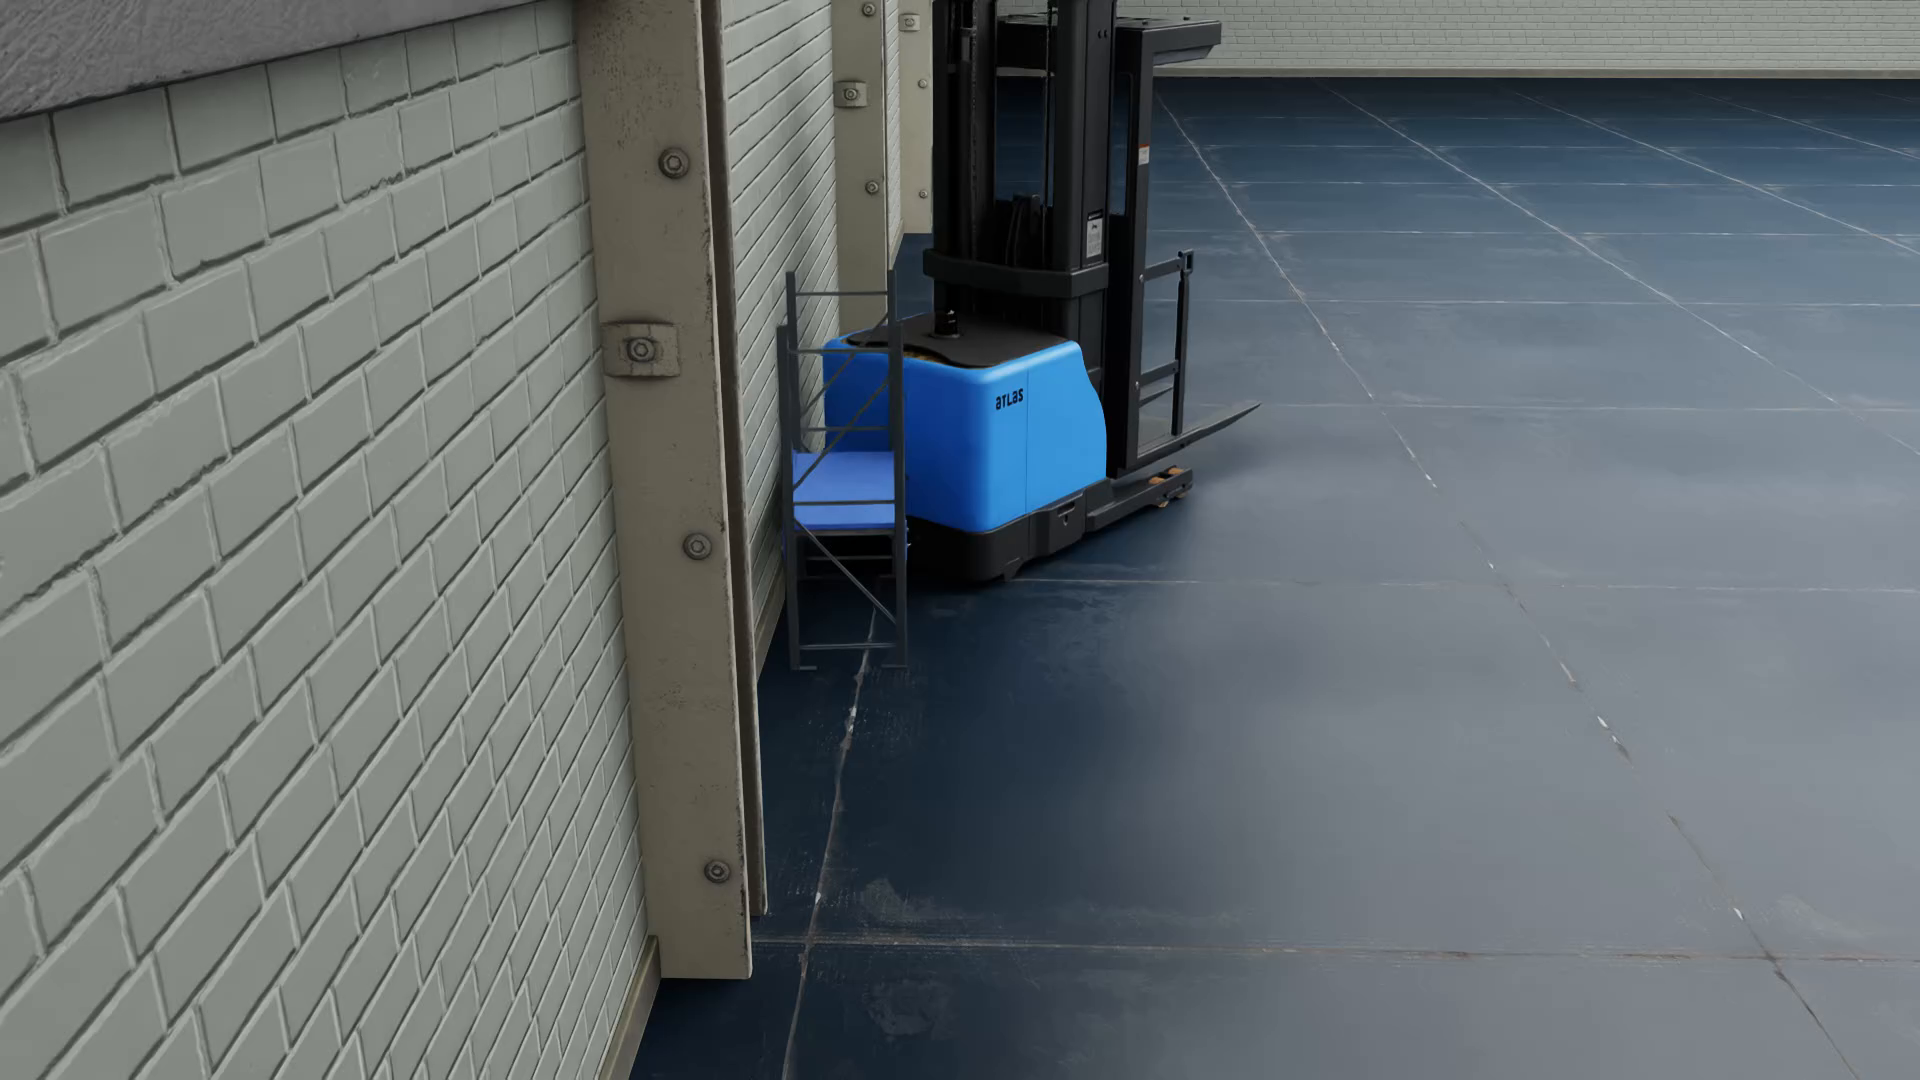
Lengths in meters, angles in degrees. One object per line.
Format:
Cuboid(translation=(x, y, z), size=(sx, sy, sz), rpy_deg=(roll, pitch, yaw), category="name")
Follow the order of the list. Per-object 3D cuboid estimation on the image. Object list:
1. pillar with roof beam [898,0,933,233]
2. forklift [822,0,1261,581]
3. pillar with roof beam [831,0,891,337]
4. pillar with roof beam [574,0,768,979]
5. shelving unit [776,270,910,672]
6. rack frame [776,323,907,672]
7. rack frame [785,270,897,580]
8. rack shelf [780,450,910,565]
Cuboid(translation=(3.878, -7.220, 14.697), size=(9.100, 9.000, 0.400), rpy_deg=(1, 21, 2), category="pillar with roof beam")
Cuboid(translation=(0.624, -1.638, 8.699), size=(1.130, 2.935, 3.031), rpy_deg=(16, 26, 35), category="forklift")
Cuboid(translation=(3.696, -5.051, 9.106), size=(9.100, 9.000, 0.400), rpy_deg=(1, 21, 2), category="pillar with roof beam")
Cuboid(translation=(3.513, -2.881, 3.515), size=(9.100, 9.000, 0.400), rpy_deg=(1, 21, 2), category="pillar with roof beam")
Cuboid(translation=(-0.507, -0.333, 7.315), size=(0.538, 1.500, 1.048), rpy_deg=(-1, 21, -3), category="shelving unit")
Cuboid(translation=(-0.476, -0.150, 6.842), size=(0.500, 1.500, 0.032), rpy_deg=(-1, 21, -3), category="rack frame")
Cuboid(translation=(-0.537, -0.517, 7.788), size=(0.500, 1.500, 0.032), rpy_deg=(-1, 21, -3), category="rack frame")
Cuboid(translation=(-0.507, -0.166, 7.380), size=(0.538, 0.185, 1.000), rpy_deg=(-1, 21, -3), category="rack shelf")
